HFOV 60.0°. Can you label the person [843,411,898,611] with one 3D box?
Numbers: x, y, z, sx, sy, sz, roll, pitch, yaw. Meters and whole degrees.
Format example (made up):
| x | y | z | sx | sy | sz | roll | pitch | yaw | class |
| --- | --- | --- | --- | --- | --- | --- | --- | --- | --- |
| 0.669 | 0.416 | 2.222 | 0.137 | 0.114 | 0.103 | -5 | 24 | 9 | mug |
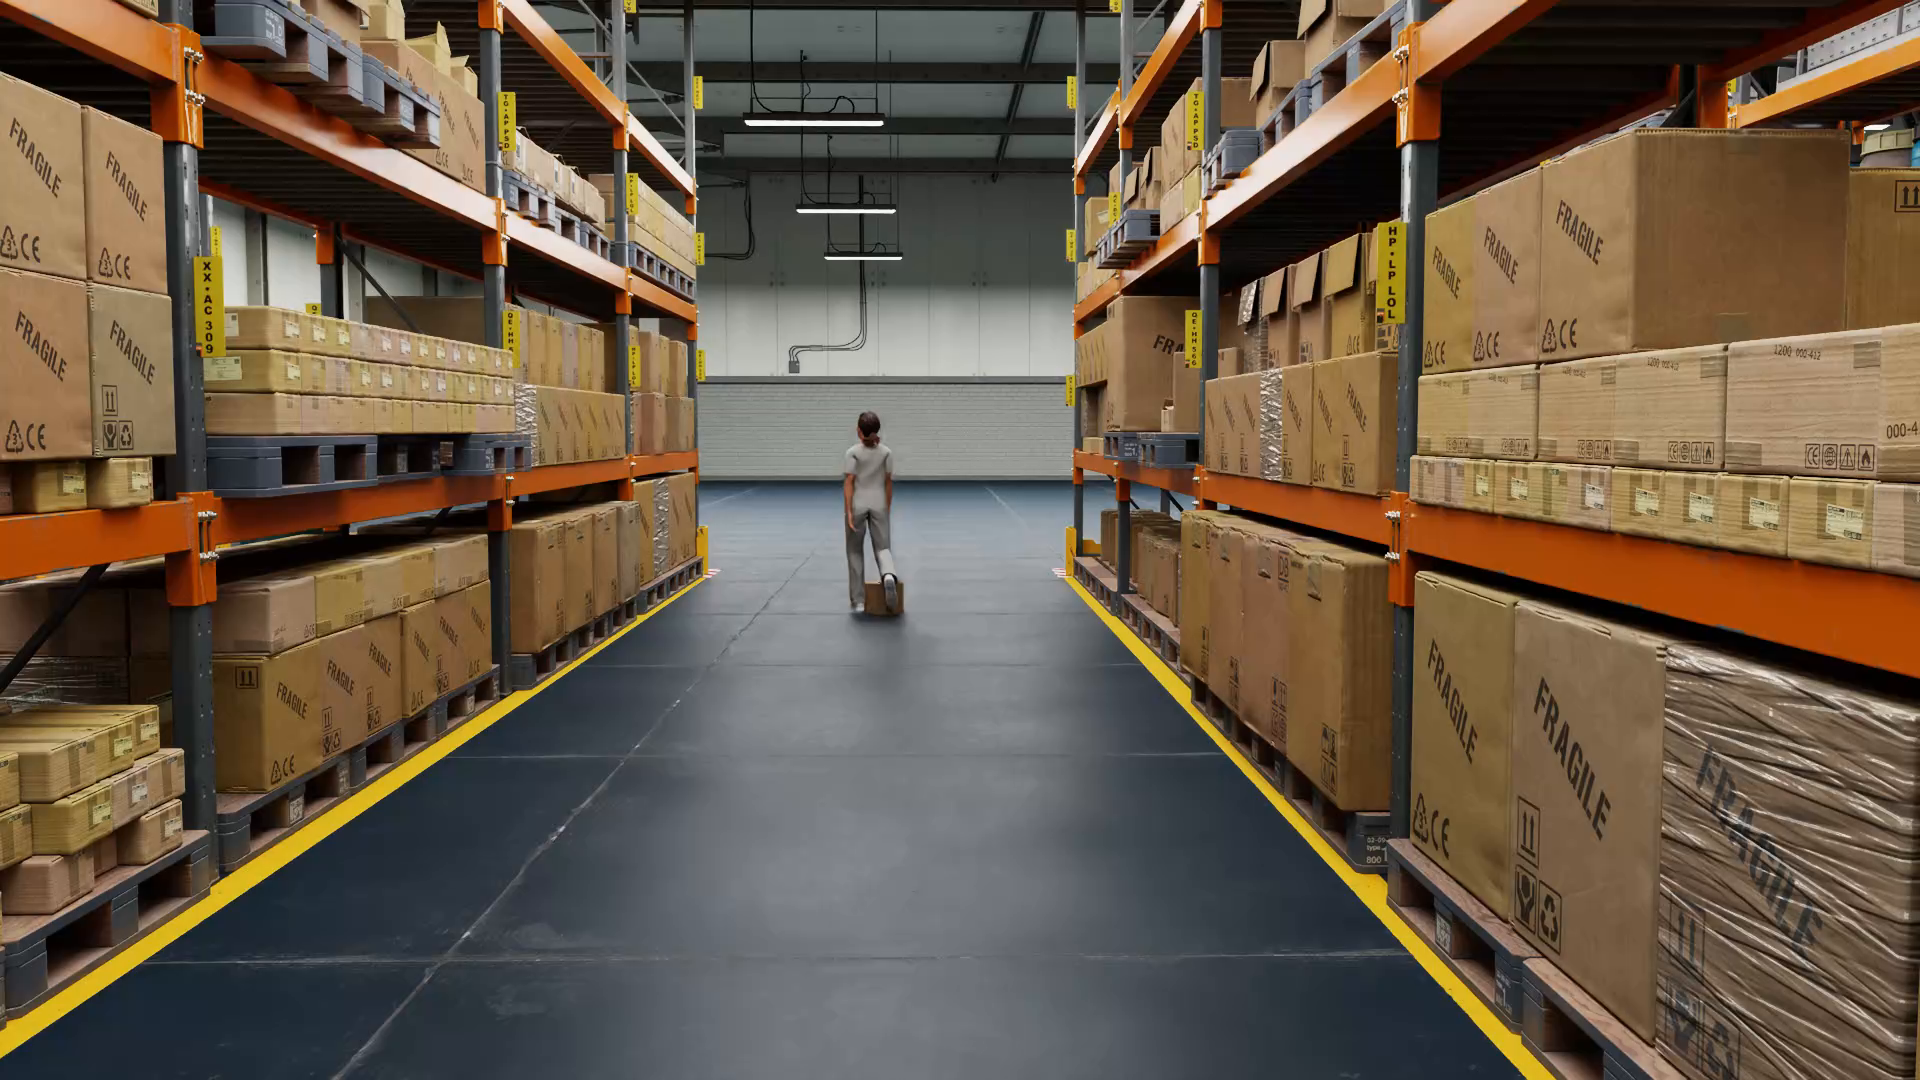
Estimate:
| x | y | z | sx | sy | sz | roll | pitch | yaw | class |
| --- | --- | --- | --- | --- | --- | --- | --- | --- | --- |
| -0.745 | -0.226 | 13.603 | 0.432 | 1.649 | 0.748 | -1 | 4 | -14 | person |
